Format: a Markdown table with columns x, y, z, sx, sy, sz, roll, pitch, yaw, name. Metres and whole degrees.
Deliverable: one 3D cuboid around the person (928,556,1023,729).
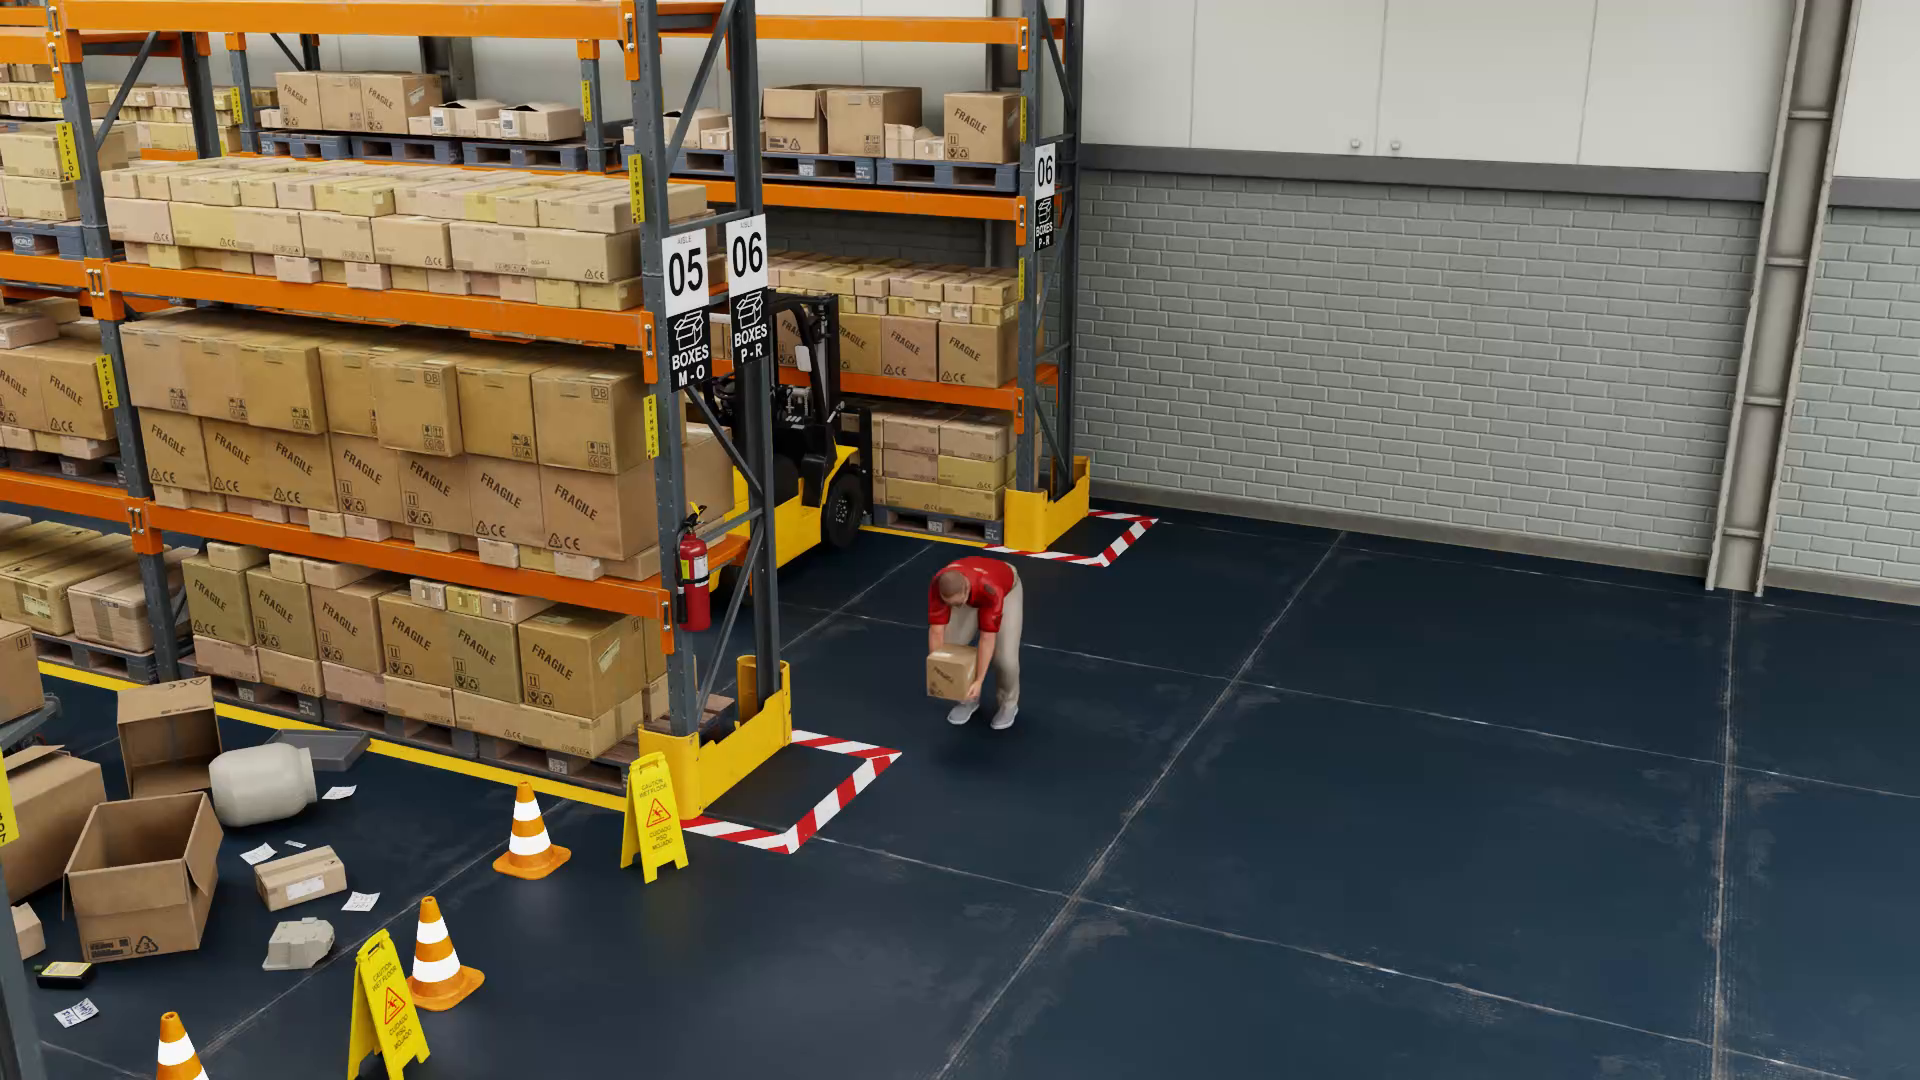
| x | y | z | sx | sy | sz | roll | pitch | yaw | name |
| --- | --- | --- | --- | --- | --- | --- | --- | --- | --- |
| 0.085 | 0.623 | 10.146 | 0.508 | 1.165 | 0.931 | 7 | 20 | 20 | person |
